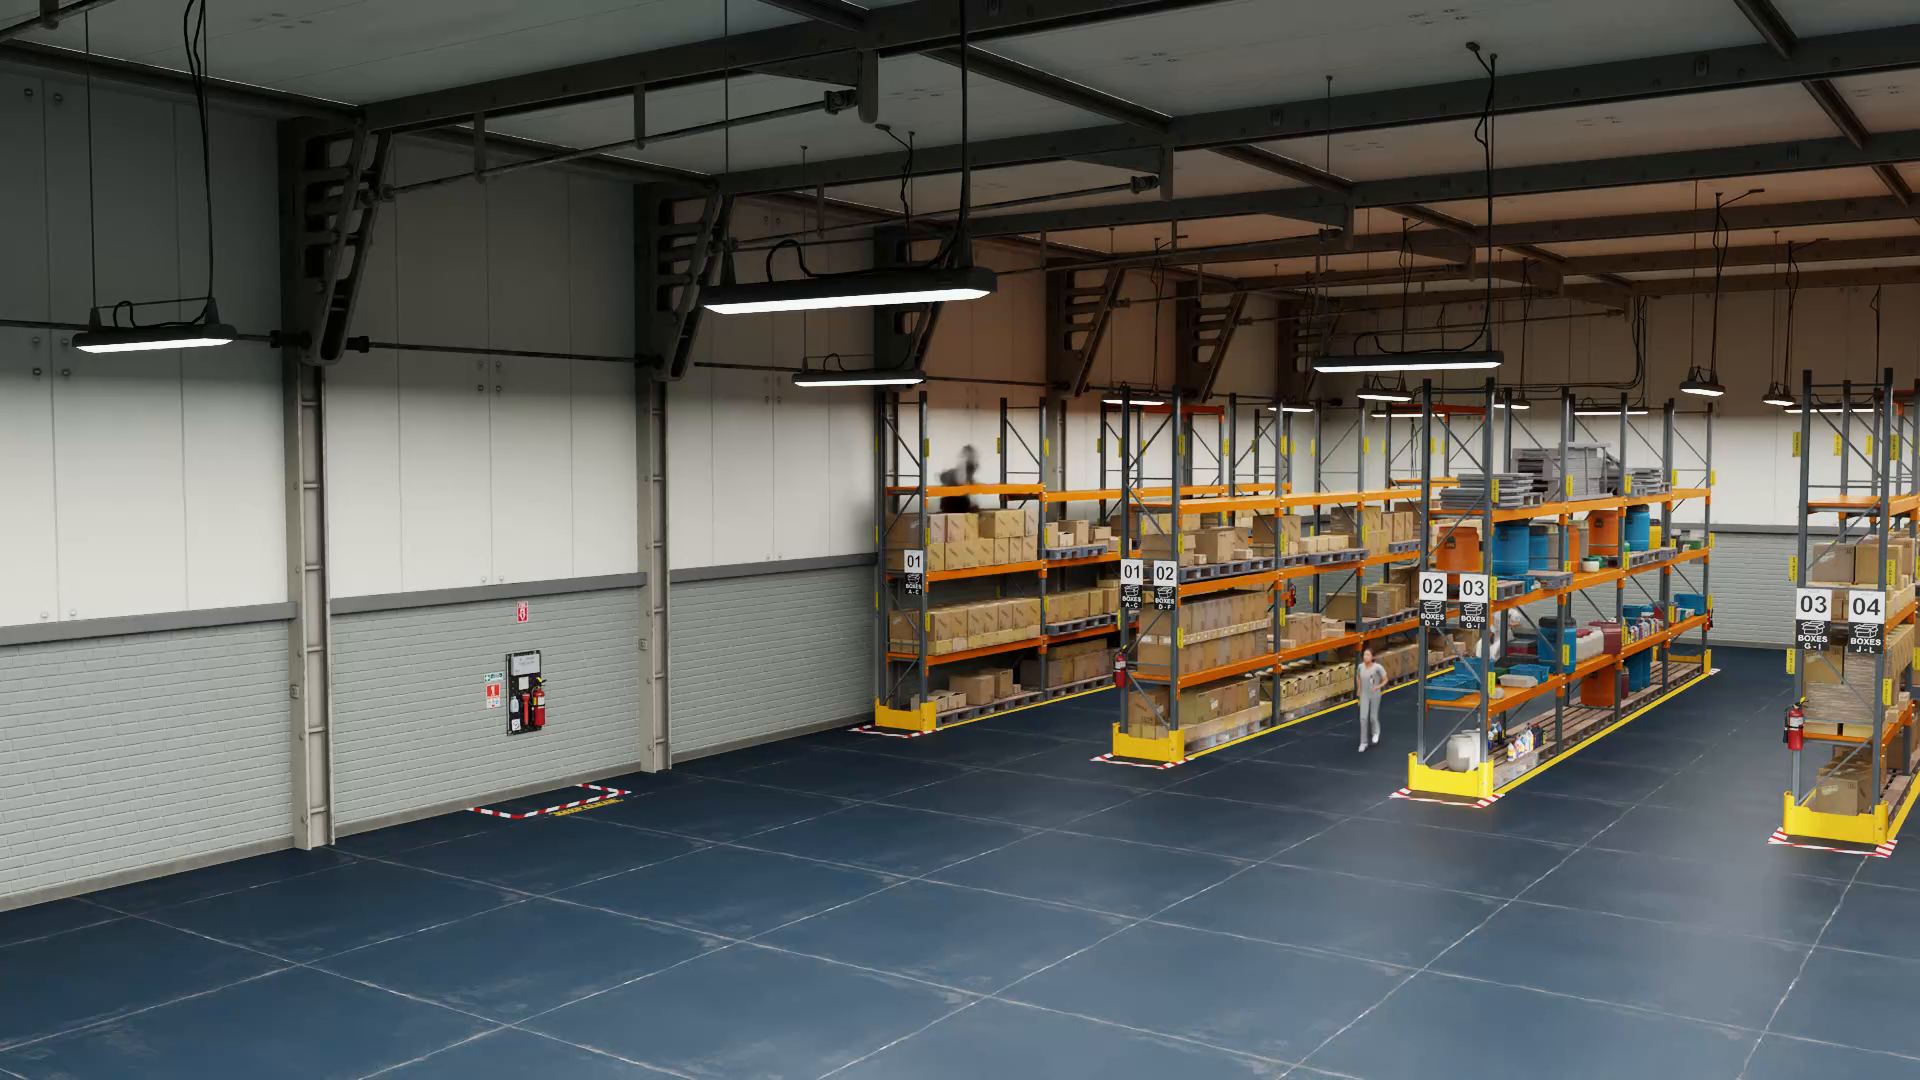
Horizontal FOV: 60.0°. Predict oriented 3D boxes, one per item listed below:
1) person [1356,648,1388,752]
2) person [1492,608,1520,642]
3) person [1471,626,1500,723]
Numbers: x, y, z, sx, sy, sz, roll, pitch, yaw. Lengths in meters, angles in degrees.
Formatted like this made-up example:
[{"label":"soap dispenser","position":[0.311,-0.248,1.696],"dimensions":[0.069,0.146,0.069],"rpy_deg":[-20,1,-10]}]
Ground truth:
[{"label":"person","position":[6.843,2.631,27.635],"dimensions":[0.566,1.684,0.853],"rpy_deg":[2,4,27]},{"label":"person","position":[11.907,2.133,36.297],"dimensions":[0.635,1.854,0.824],"rpy_deg":[2,4,28]},{"label":"person","position":[9.617,2.443,30.295],"dimensions":[0.698,1.757,0.886],"rpy_deg":[2,4,34]}]
